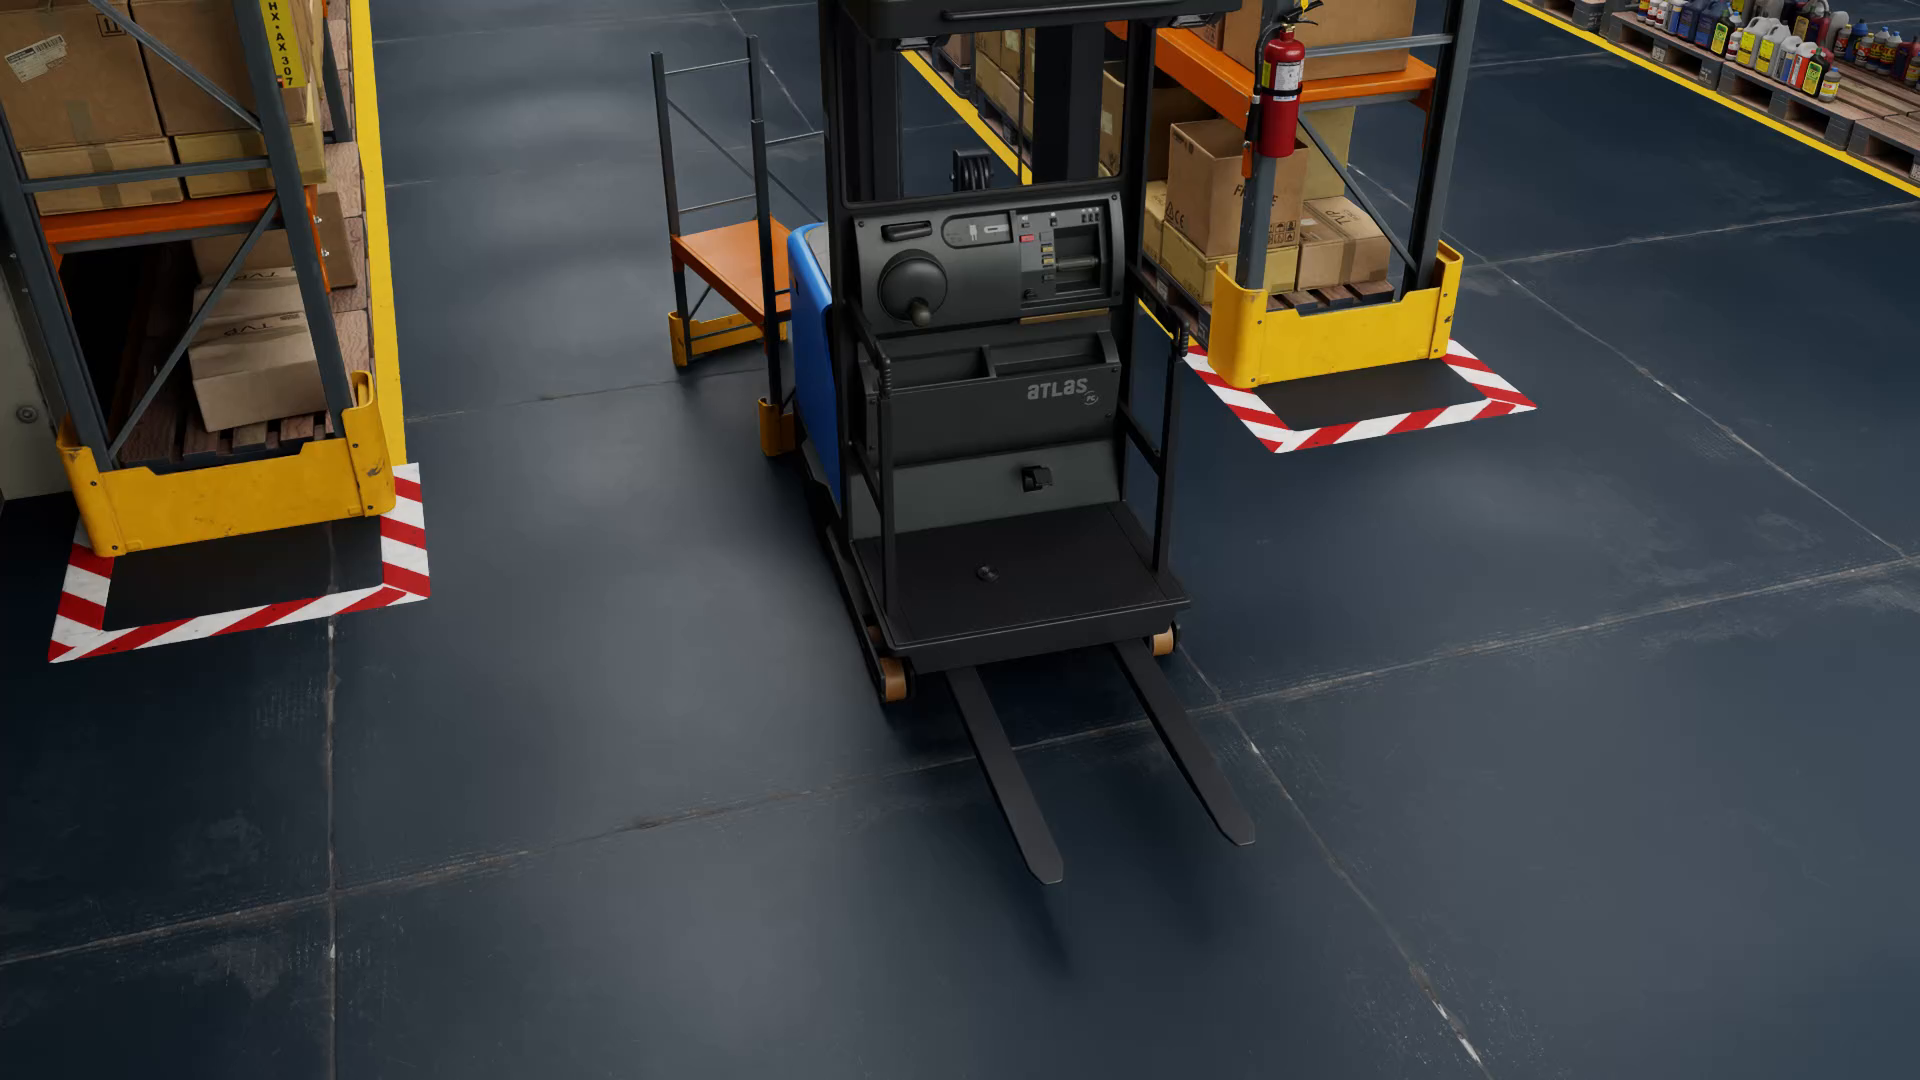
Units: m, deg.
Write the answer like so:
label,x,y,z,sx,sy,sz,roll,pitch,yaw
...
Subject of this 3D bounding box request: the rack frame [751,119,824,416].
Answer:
label,x,y,z,sx,sy,sz,roll,pitch,yaw
rack frame,-0.600,-1.083,7.029,0.500,1.500,0.032,-18,38,-26

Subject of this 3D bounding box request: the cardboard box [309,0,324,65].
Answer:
label,x,y,z,sx,sy,sz,roll,pitch,yaw
cardboard box,-3.255,-2.381,7.750,0.500,0.250,0.500,-10,35,-14

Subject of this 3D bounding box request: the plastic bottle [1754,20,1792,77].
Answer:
label,x,y,z,sx,sy,sz,roll,pitch,yaw
plastic bottle,5.375,-3.252,10.954,0.144,0.351,0.185,-9,34,-13

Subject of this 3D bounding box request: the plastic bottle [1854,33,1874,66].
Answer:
label,x,y,z,sx,sy,sz,roll,pitch,yaw
plastic bottle,6.079,-3.292,11.150,0.097,0.201,0.097,0,33,0

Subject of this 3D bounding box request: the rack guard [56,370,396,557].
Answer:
label,x,y,z,sx,sy,sz,roll,pitch,yaw
rack guard,-2.958,-0.318,6.778,1.175,0.500,0.348,-10,35,-15

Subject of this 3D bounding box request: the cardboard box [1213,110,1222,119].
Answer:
label,x,y,z,sx,sy,sz,roll,pitch,yaw
cardboard box,1.511,-2.338,9.001,0.500,0.500,0.500,-10,35,-15

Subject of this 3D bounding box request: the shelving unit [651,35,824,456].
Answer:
label,x,y,z,sx,sy,sz,roll,pitch,yaw
shelving unit,-0.868,-1.327,7.398,0.587,1.500,1.083,-18,38,-26

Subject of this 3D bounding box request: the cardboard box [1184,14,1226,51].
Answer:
label,x,y,z,sx,sy,sz,roll,pitch,yaw
cardboard box,1.487,-2.720,8.055,0.700,0.500,0.500,-9,35,-13

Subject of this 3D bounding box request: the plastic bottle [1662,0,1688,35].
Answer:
label,x,y,z,sx,sy,sz,roll,pitch,yaw
plastic bottle,5.085,-3.728,11.743,0.152,0.276,0.135,-9,34,-13

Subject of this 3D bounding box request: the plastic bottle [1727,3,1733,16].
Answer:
label,x,y,z,sx,sy,sz,roll,pitch,yaw
plastic bottle,5.290,-3.583,11.527,0.097,0.271,0.097,0,33,0

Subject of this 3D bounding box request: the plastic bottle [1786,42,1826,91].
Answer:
label,x,y,z,sx,sy,sz,roll,pitch,yaw
plastic bottle,5.472,-3.062,10.734,0.152,0.276,0.135,-10,35,-14

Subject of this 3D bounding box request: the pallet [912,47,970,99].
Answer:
label,x,y,z,sx,sy,sz,roll,pitch,yaw
pallet,0.300,-3.473,11.814,1.003,0.211,1.213,-10,35,-15

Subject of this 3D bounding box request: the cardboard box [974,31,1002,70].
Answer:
label,x,y,z,sx,sy,sz,roll,pitch,yaw
cardboard box,0.405,-3.301,10.458,0.500,0.500,0.500,-10,35,-15

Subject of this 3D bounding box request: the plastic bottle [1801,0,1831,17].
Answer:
label,x,y,z,sx,sy,sz,roll,pitch,yaw
plastic bottle,5.908,-3.606,11.489,0.144,0.351,0.185,-10,35,-15

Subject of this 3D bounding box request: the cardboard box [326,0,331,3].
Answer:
label,x,y,z,sx,sy,sz,roll,pitch,yaw
cardboard box,-5.106,-4.293,12.394,0.700,0.500,0.500,-10,35,-14

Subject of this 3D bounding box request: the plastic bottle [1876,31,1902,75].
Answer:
label,x,y,z,sx,sy,sz,roll,pitch,yaw
plastic bottle,6.140,-3.217,10.973,0.097,0.271,0.097,0,33,0

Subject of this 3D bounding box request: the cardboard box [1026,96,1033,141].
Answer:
label,x,y,z,sx,sy,sz,roll,pitch,yaw
cardboard box,0.710,-2.463,9.870,0.500,0.250,0.500,-10,35,-15

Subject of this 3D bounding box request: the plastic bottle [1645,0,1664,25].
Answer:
label,x,y,z,sx,sy,sz,roll,pitch,yaw
plastic bottle,4.991,-3.809,11.932,0.097,0.201,0.097,0,33,0

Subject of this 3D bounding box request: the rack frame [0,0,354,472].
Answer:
label,x,y,z,sx,sy,sz,roll,pitch,yaw
rack frame,-2.935,-1.321,6.028,1.000,3.000,0.127,-10,35,-15

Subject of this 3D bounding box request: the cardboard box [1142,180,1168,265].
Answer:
label,x,y,z,sx,sy,sz,roll,pitch,yaw
cardboard box,1.173,-1.676,8.679,0.500,0.250,0.500,-10,35,-15

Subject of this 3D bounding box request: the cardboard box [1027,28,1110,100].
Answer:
label,x,y,z,sx,sy,sz,roll,pitch,yaw
cardboard box,0.710,-2.776,9.663,0.500,0.500,0.500,-10,35,-15

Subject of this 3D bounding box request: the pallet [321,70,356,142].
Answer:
label,x,y,z,sx,sy,sz,roll,pitch,yaw
pallet,-4.394,-2.666,10.593,1.003,0.211,1.213,-10,35,-15

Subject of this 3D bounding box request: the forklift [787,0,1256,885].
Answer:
label,x,y,z,sx,sy,sz,roll,pitch,yaw
forklift,0.165,-0.889,5.437,1.130,2.935,3.031,-9,34,-13

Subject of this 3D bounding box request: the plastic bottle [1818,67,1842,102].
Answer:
label,x,y,z,sx,sy,sz,roll,pitch,yaw
plastic bottle,5.523,-2.894,10.547,0.097,0.201,0.097,0,33,0

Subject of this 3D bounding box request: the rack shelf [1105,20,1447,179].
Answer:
label,x,y,z,sx,sy,sz,roll,pitch,yaw
rack shelf,1.172,-2.906,9.079,1.077,0.370,4.000,-10,35,-15

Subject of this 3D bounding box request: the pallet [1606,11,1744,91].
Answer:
label,x,y,z,sx,sy,sz,roll,pitch,yaw
pallet,5.445,-3.564,11.952,1.003,0.211,1.213,-10,35,-15

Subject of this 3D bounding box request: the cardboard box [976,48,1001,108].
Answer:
label,x,y,z,sx,sy,sz,roll,pitch,yaw
cardboard box,0.414,-2.990,10.667,0.500,0.250,0.500,-10,35,-15

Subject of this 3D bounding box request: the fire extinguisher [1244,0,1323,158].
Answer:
label,x,y,z,sx,sy,sz,roll,pitch,yaw
fire extinguisher,1.376,-1.984,7.101,0.296,0.674,0.183,-10,35,-15

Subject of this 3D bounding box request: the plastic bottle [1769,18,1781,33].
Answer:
label,x,y,z,sx,sy,sz,roll,pitch,yaw
plastic bottle,5.452,-3.357,11.180,0.152,0.276,0.135,-10,35,-15

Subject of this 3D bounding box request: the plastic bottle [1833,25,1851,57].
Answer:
label,x,y,z,sx,sy,sz,roll,pitch,yaw
plastic bottle,6.016,-3.400,11.313,0.097,0.201,0.097,0,33,0

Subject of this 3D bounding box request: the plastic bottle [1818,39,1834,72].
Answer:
label,x,y,z,sx,sy,sz,roll,pitch,yaw
plastic bottle,5.573,-3.083,10.760,0.061,0.283,0.133,-10,35,-15

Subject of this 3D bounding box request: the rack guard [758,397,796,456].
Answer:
label,x,y,z,sx,sy,sz,roll,pitch,yaw
rack guard,-0.610,-0.571,7.388,0.587,0.250,0.087,-18,38,-26

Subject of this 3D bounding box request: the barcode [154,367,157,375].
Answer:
label,x,y,z,sx,sy,sz,roll,pitch,yaw
barcode,-3.446,-0.707,7.131,0.001,0.075,0.075,-10,35,-15

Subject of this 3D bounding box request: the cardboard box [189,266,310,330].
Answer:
label,x,y,z,sx,sy,sz,roll,pitch,yaw
cardboard box,-3.234,-1.060,7.674,0.500,0.311,0.500,-7,34,-11

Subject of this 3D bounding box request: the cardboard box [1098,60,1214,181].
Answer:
label,x,y,z,sx,sy,sz,roll,pitch,yaw
cardboard box,1.016,-2.251,8.869,0.500,0.500,0.500,-10,35,-15

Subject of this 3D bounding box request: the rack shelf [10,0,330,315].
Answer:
label,x,y,z,sx,sy,sz,roll,pitch,yaw
rack shelf,-3.545,-2.071,7.816,1.077,0.370,4.000,-10,35,-15

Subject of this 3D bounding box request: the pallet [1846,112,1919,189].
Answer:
label,x,y,z,sx,sy,sz,roll,pitch,yaw
pallet,6.190,-2.283,10.014,1.003,0.211,1.213,-10,35,-15

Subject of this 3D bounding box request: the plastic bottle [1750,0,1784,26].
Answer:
label,x,y,z,sx,sy,sz,roll,pitch,yaw
plastic bottle,5.676,-3.706,11.709,0.152,0.276,0.135,-10,35,-15

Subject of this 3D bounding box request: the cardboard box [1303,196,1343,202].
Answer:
label,x,y,z,sx,sy,sz,roll,pitch,yaw
cardboard box,1.674,-1.765,8.813,0.500,0.250,0.500,-10,35,-15

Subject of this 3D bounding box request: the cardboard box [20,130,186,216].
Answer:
label,x,y,z,sx,sy,sz,roll,pitch,yaw
cardboard box,-3.262,-1.480,6.386,0.500,0.250,0.500,-10,35,-14

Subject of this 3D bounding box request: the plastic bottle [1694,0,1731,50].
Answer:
label,x,y,z,sx,sy,sz,roll,pitch,yaw
plastic bottle,5.189,-3.573,11.440,0.144,0.351,0.185,-11,35,-17

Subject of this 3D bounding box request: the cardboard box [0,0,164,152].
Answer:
label,x,y,z,sx,sy,sz,roll,pitch,yaw
cardboard box,-3.281,-1.791,6.178,0.500,0.500,0.500,-10,35,-15

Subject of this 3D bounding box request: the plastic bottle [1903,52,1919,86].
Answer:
label,x,y,z,sx,sy,sz,roll,pitch,yaw
plastic bottle,6.212,-3.062,10.802,0.097,0.201,0.097,0,33,0

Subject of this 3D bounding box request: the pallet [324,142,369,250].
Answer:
label,x,y,z,sx,sy,sz,roll,pitch,yaw
pallet,-3.916,-1.911,9.451,1.003,0.211,1.213,-10,35,-15

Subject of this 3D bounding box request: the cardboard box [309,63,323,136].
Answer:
label,x,y,z,sx,sy,sz,roll,pitch,yaw
cardboard box,-2.953,-1.847,6.942,0.500,0.250,0.500,-11,35,-16

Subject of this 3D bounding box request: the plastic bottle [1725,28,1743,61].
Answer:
label,x,y,z,sx,sy,sz,roll,pitch,yaw
plastic bottle,5.253,-3.358,11.250,0.097,0.201,0.097,0,33,0

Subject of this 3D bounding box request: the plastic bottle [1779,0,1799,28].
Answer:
label,x,y,z,sx,sy,sz,roll,pitch,yaw
plastic bottle,5.810,-3.775,11.746,0.144,0.351,0.185,-12,35,-17

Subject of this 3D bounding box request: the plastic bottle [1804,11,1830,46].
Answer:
label,x,y,z,sx,sy,sz,roll,pitch,yaw
plastic bottle,5.853,-3.473,11.350,0.061,0.283,0.133,-10,35,-15

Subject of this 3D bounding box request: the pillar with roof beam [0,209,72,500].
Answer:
label,x,y,z,sx,sy,sz,roll,pitch,yaw
pillar with roof beam,0.128,-4.770,5.806,9.100,9.000,0.400,-10,35,-15

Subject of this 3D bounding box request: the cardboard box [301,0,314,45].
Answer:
label,x,y,z,sx,sy,sz,roll,pitch,yaw
cardboard box,-3.087,-2.414,7.121,0.500,0.500,0.500,-11,35,-16

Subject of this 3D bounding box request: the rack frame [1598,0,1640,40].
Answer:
label,x,y,z,sx,sy,sz,roll,pitch,yaw
rack frame,5.280,-5.087,11.728,1.000,3.000,0.127,-10,35,-15

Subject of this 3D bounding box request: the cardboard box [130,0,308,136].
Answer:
label,x,y,z,sx,sy,sz,roll,pitch,yaw
cardboard box,-2.794,-1.881,6.313,0.500,0.500,0.500,-10,35,-15

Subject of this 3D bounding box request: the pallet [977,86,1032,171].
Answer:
label,x,y,z,sx,sy,sz,roll,pitch,yaw
pallet,0.764,-2.668,10.596,1.003,0.211,1.213,-10,35,-15
